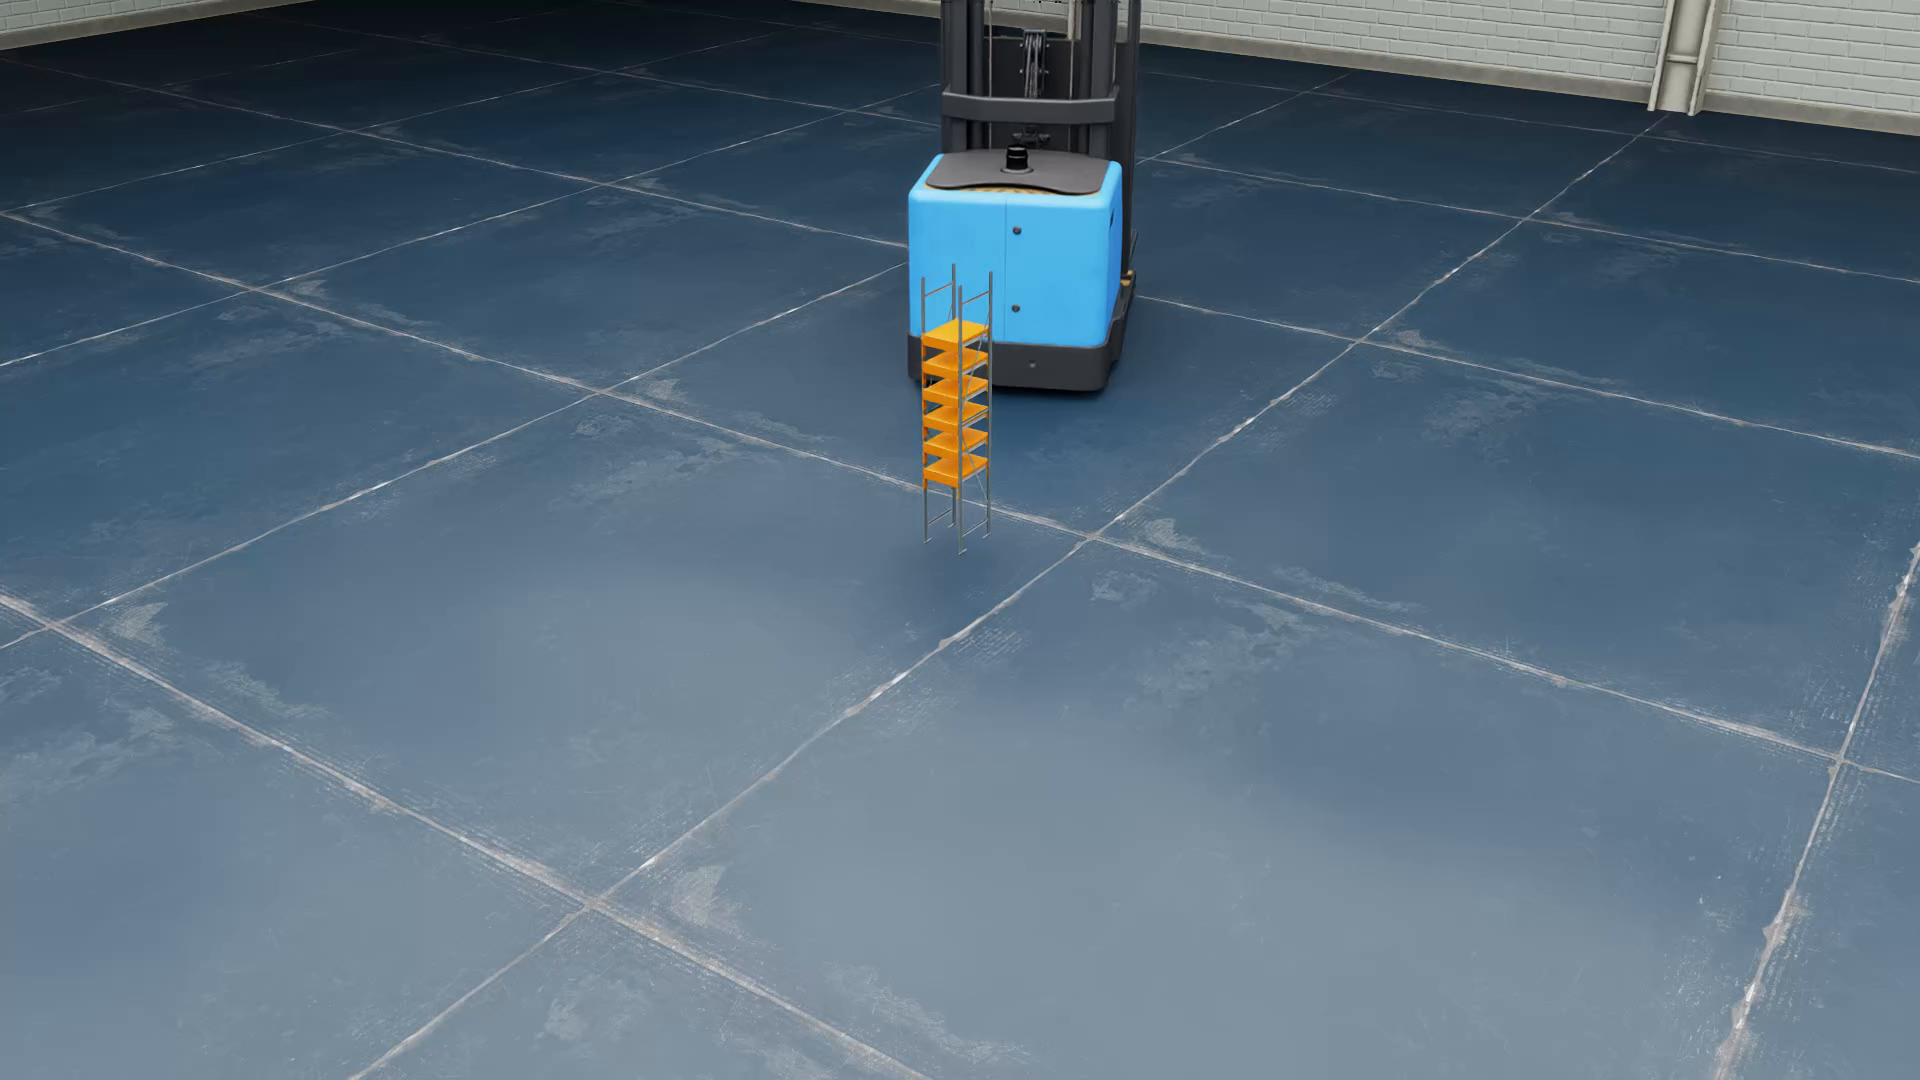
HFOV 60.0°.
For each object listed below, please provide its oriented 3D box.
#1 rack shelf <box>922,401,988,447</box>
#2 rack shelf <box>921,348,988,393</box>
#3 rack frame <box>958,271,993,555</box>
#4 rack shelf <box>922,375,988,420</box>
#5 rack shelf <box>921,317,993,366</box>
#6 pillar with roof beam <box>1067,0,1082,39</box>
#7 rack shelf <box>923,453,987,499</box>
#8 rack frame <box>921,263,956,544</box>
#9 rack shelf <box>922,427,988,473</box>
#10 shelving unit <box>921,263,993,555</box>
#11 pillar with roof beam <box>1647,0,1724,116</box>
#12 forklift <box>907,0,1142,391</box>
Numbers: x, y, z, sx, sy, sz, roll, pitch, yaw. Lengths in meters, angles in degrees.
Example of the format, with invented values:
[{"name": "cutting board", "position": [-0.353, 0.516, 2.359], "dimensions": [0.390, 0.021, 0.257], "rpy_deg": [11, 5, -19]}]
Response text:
[{"name": "rack shelf", "position": [-0.012, -0.499, 7.005], "dimensions": [0.180, 0.103, 0.258], "rpy_deg": [17, 32, 30]}, {"name": "rack shelf", "position": [-0.012, -0.713, 6.896], "dimensions": [0.180, 0.103, 0.258], "rpy_deg": [17, 32, 30]}, {"name": "rack frame", "position": [0.063, -0.515, 6.939], "dimensions": [0.006, 1.200, 0.240], "rpy_deg": [17, 32, 30]}, {"name": "rack shelf", "position": [-0.012, -0.606, 6.951], "dimensions": [0.180, 0.103, 0.258], "rpy_deg": [17, 32, 30]}, {"name": "rack shelf", "position": [-0.012, -0.820, 6.842], "dimensions": [0.180, 0.103, 0.258], "rpy_deg": [17, 32, 30]}, {"name": "pillar with roof beam", "position": [-1.043, -7.759, 12.575], "dimensions": [0.400, 9.000, 9.100], "rpy_deg": [17, 32, 30]}, {"name": "rack shelf", "position": [-0.012, -0.285, 7.114], "dimensions": [0.180, 0.103, 0.258], "rpy_deg": [17, 32, 30]}, {"name": "rack frame", "position": [-0.087, -0.562, 7.031], "dimensions": [0.006, 1.200, 0.240], "rpy_deg": [17, 32, 30]}, {"name": "rack shelf", "position": [-0.012, -0.392, 7.060], "dimensions": [0.180, 0.103, 0.258], "rpy_deg": [17, 32, 30]}, {"name": "shelving unit", "position": [-0.012, -0.538, 6.985], "dimensions": [0.189, 1.200, 0.258], "rpy_deg": [17, 32, 30]}, {"name": "pillar with roof beam", "position": [3.902, -6.218, 9.547], "dimensions": [0.400, 9.000, 9.100], "rpy_deg": [17, 32, 30]}, {"name": "forklift", "position": [0.477, -2.721, 9.365], "dimensions": [1.130, 2.935, 3.031], "rpy_deg": [4, 27, 9]}]
